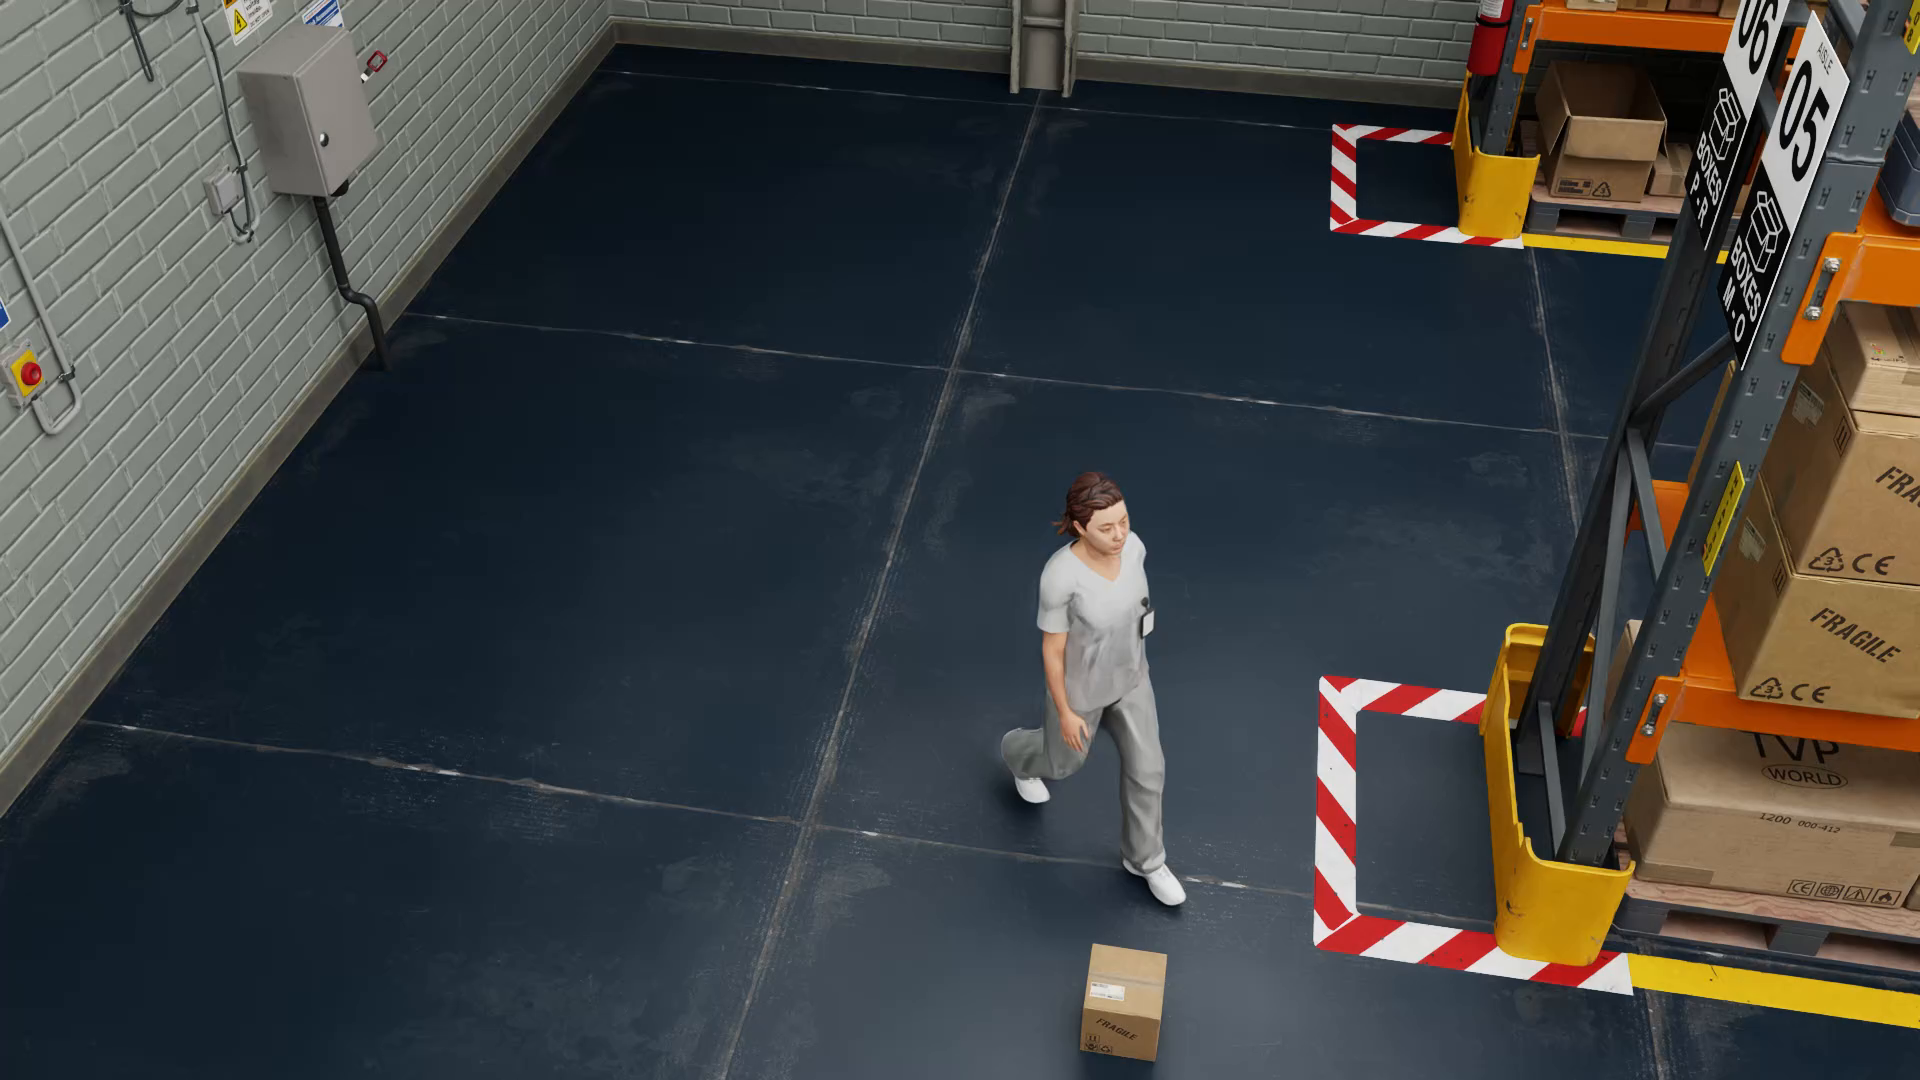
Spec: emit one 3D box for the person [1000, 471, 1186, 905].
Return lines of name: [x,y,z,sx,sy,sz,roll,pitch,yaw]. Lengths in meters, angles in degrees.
person: [0.460,0.480,5.608,0.449,1.634,0.900,-21,45,-23]
